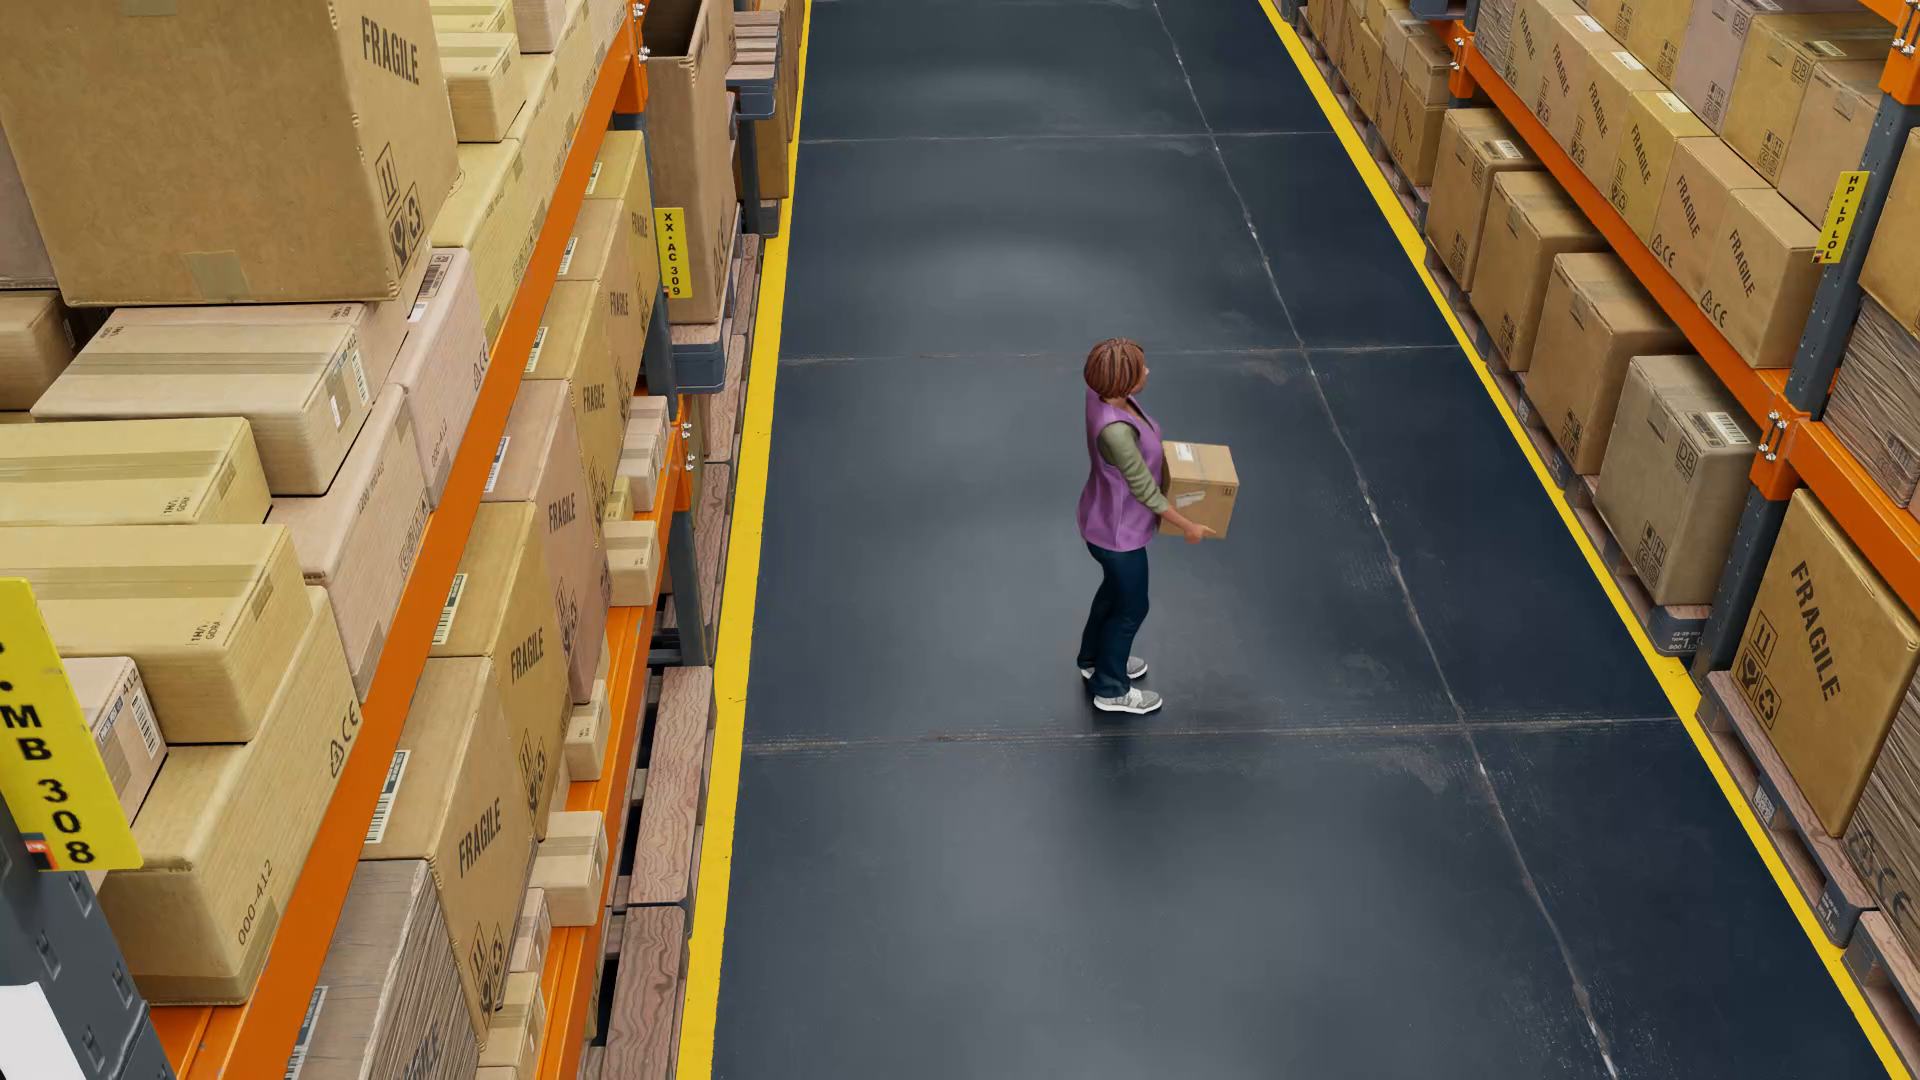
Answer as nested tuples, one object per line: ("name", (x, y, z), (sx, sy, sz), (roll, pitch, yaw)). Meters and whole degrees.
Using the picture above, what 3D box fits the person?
("person", (0.683, -0.043, 6.219), (0.493, 1.592, 0.404), (-1, 36, -1))
